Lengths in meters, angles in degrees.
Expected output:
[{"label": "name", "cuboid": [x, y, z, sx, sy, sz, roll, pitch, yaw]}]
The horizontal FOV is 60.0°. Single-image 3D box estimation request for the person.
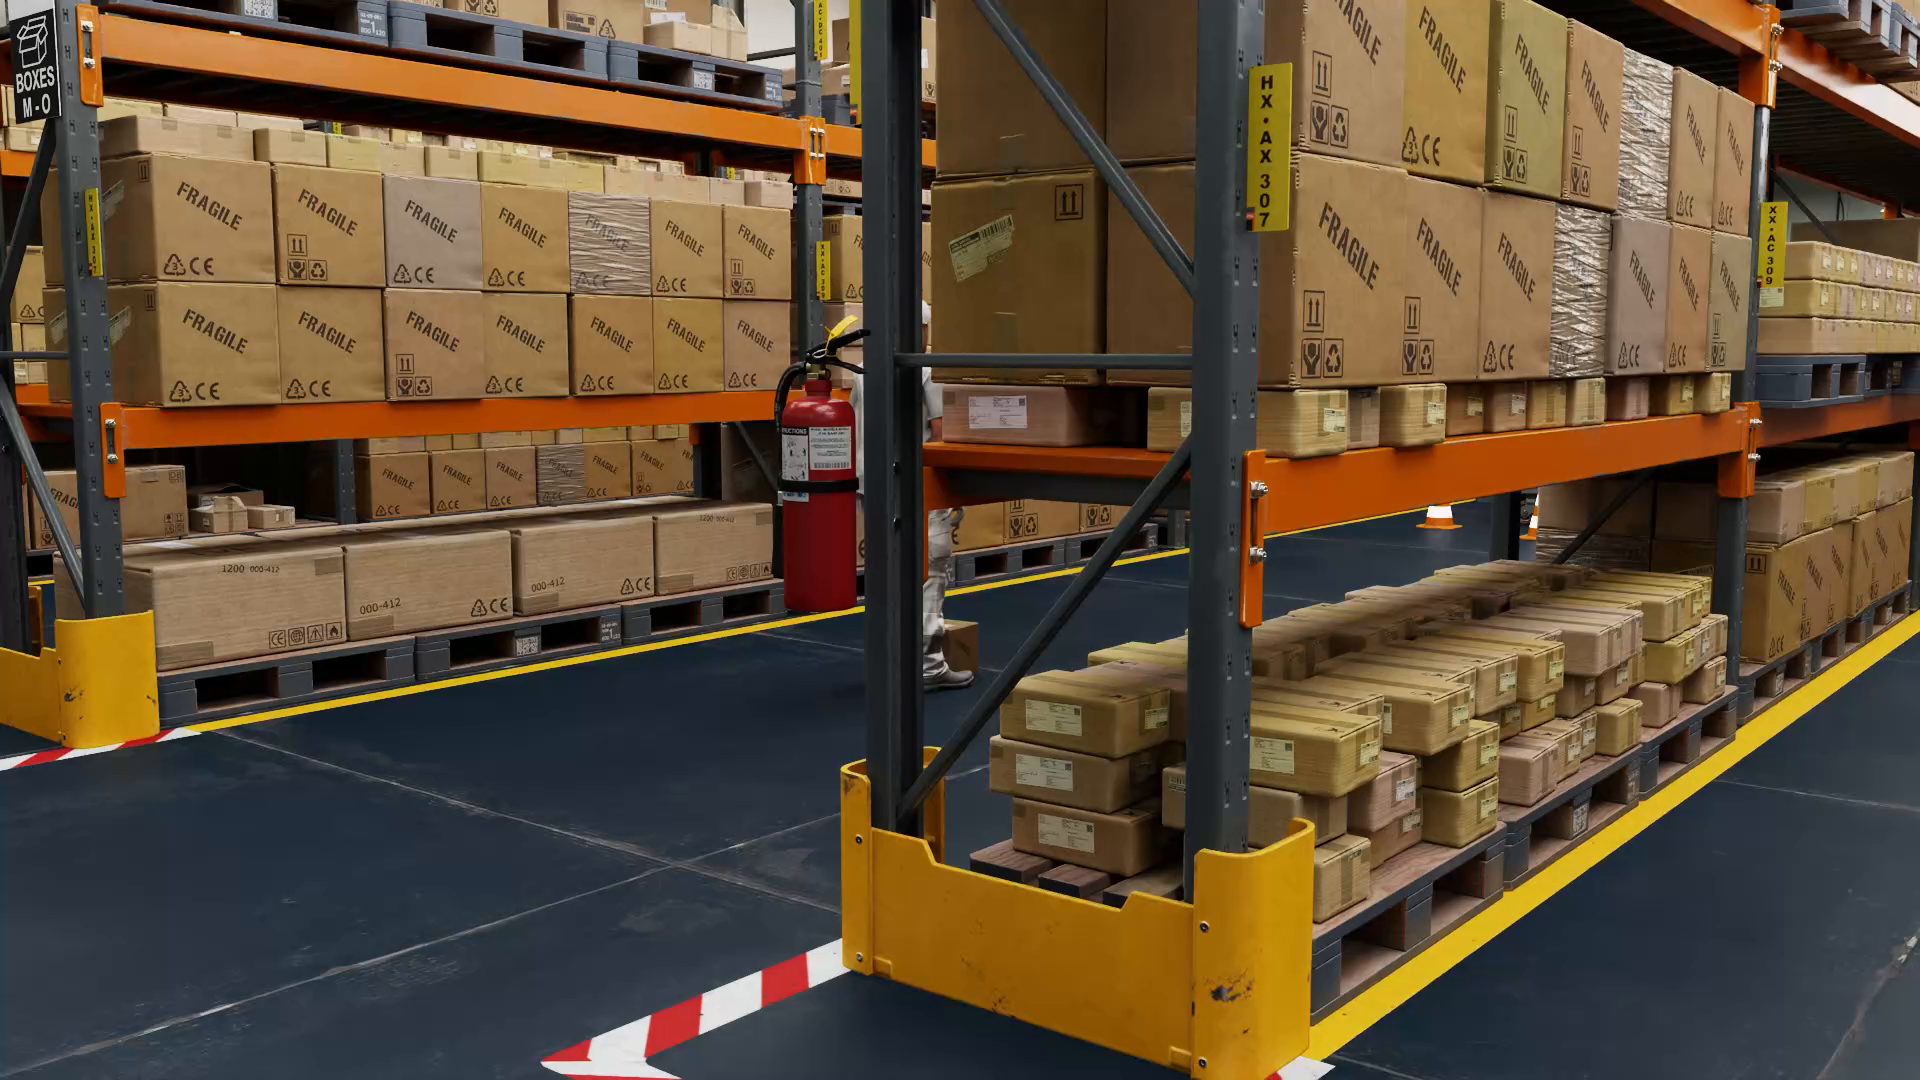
[{"label": "person", "cuboid": [-0.246, -0.222, 7.575, 0.621, 1.781, 0.445, 5, 8, 36]}]
